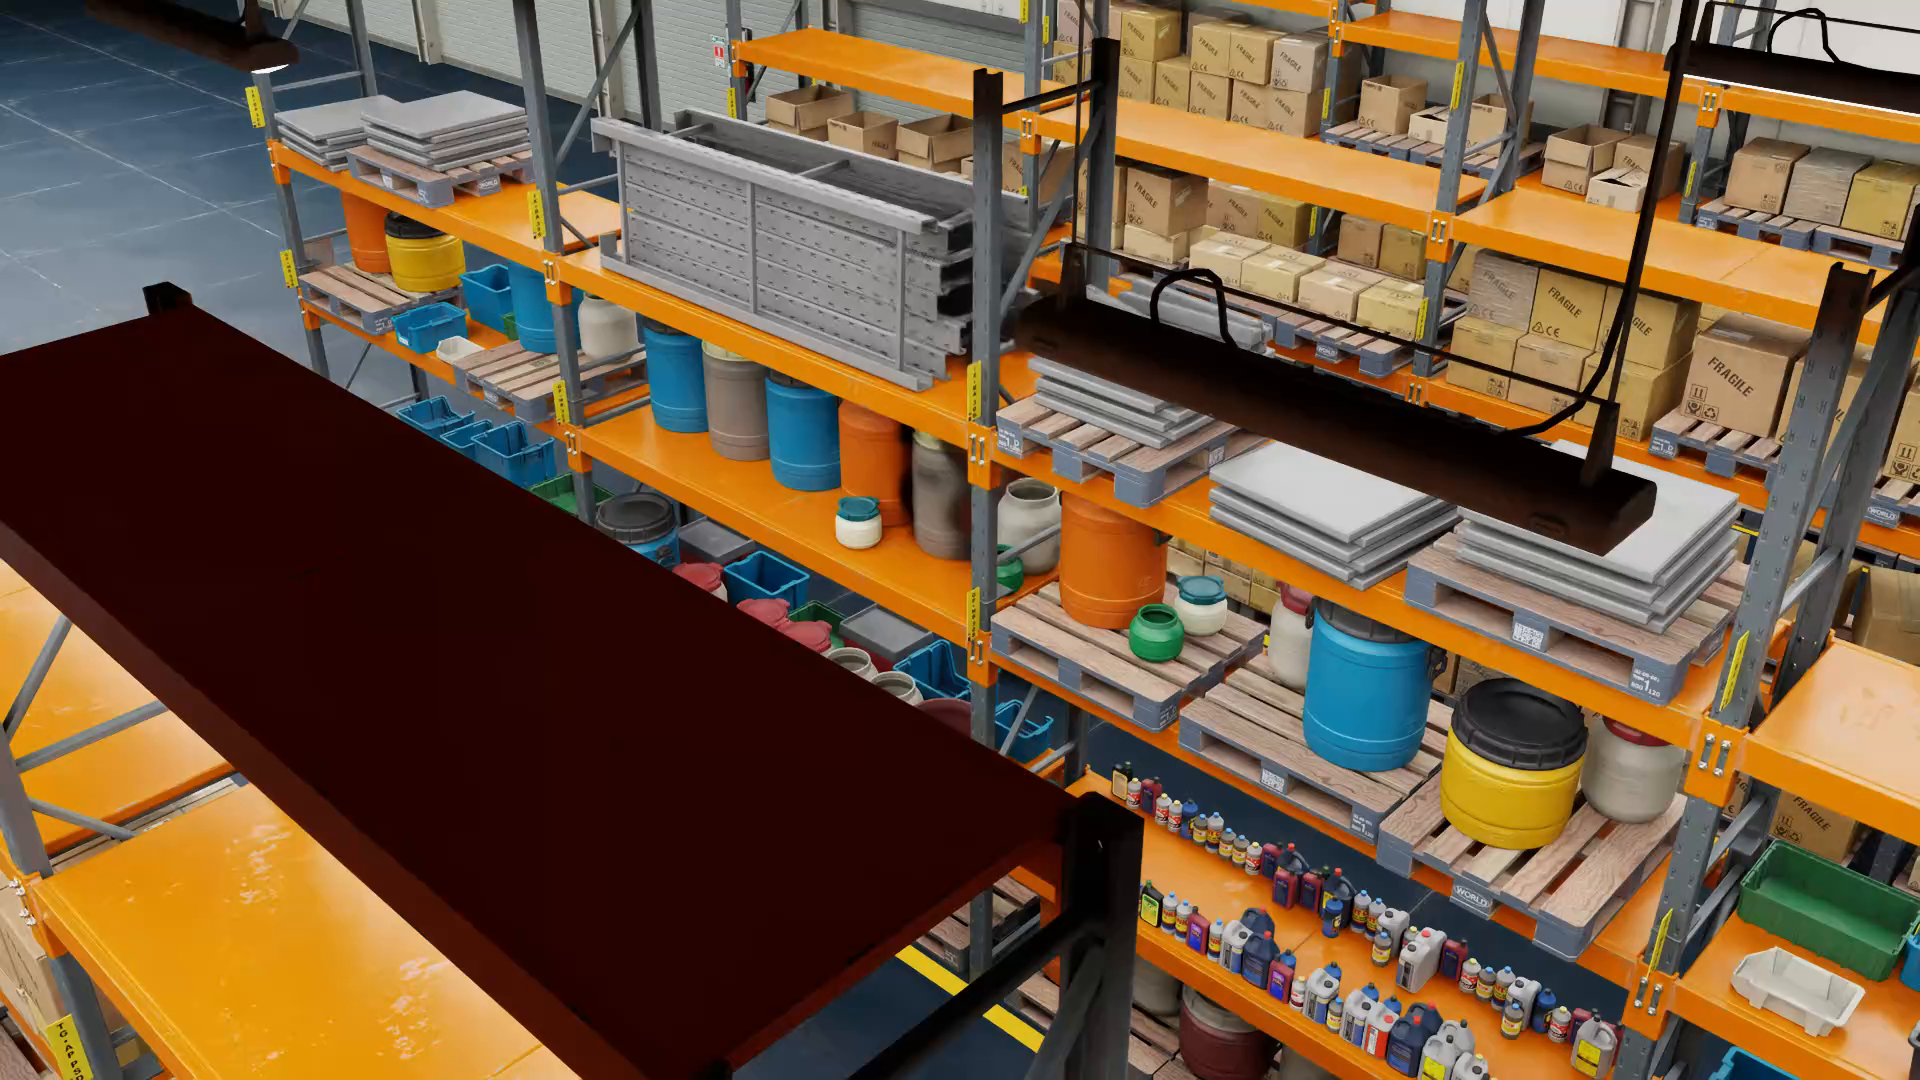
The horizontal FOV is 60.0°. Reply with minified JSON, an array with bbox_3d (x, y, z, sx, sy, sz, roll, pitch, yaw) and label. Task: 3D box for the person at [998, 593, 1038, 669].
[{"bbox_3d":[0.547,0.354,13.848,0.923,1.741,0.700,11,31,18],"label":"person"}]
